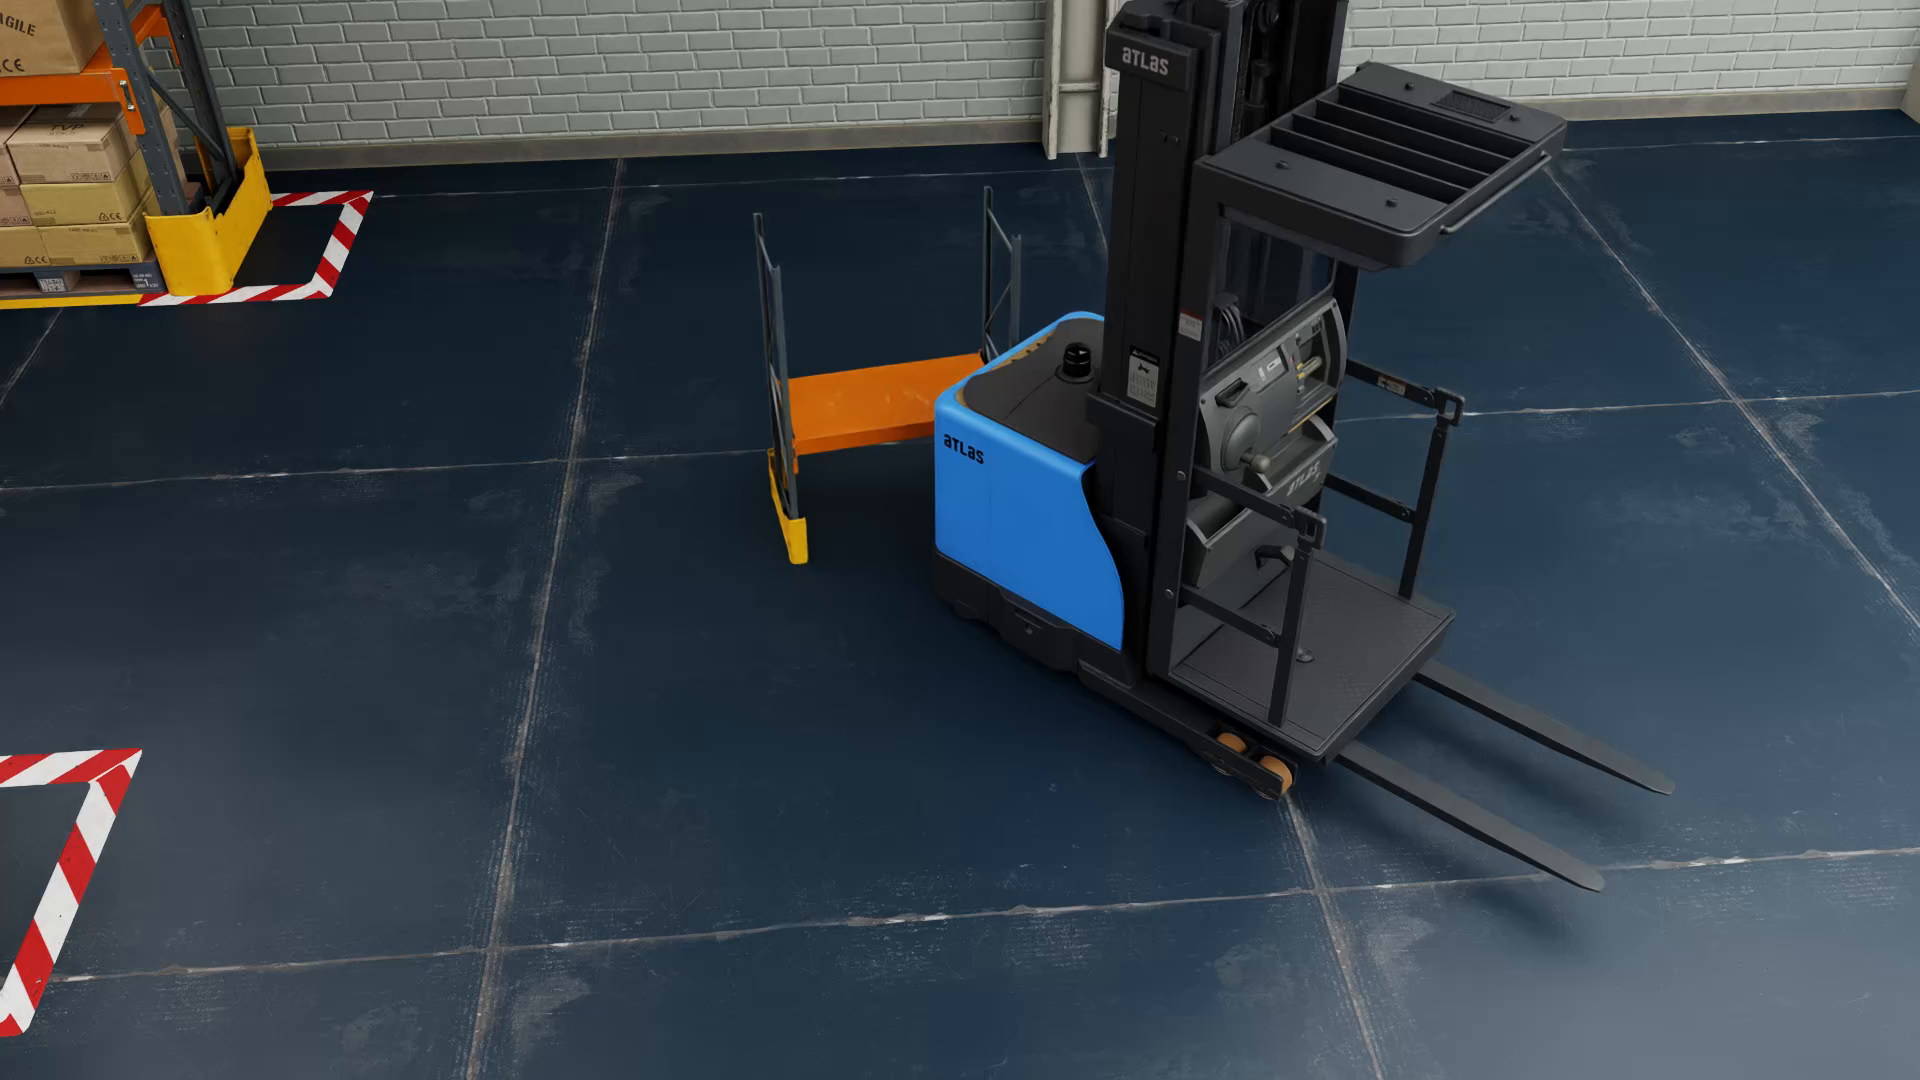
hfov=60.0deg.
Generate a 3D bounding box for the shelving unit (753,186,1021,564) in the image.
[{"bbox_3d":[-0.321,-0.734,7.469,1.083,1.500,0.587,-9,39,-11],"label":"shelving unit"}]

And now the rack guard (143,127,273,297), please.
[{"bbox_3d":[-4.421,-1.956,9.825,0.348,0.500,1.175,-3,38,-4],"label":"rack guard"}]

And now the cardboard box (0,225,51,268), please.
[{"bbox_3d":[-5.381,-1.779,9.464,0.500,0.250,0.500,-3,38,-4],"label":"cardboard box"}]

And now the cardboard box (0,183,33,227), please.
[{"bbox_3d":[-5.402,-1.977,9.311,0.500,0.250,0.500,-3,38,-4],"label":"cardboard box"}]

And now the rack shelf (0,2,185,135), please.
[{"bbox_3d":[-6.437,-2.544,9.133,4.000,0.370,1.077,-3,38,-4],"label":"rack shelf"}]

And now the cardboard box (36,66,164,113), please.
[{"bbox_3d":[-4.940,-2.504,9.576,0.500,0.250,0.500,-4,38,-5],"label":"cardboard box"}]

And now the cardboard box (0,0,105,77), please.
[{"bbox_3d":[-4.912,-2.786,8.779,0.500,0.500,0.500,-4,38,-5],"label":"cardboard box"}]

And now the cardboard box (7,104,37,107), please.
[{"bbox_3d":[-5.438,-2.475,9.538,0.500,0.250,0.500,-3,38,-4],"label":"cardboard box"}]

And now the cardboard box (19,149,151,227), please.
[{"bbox_3d":[-4.902,-1.998,9.338,0.500,0.250,0.500,-4,38,-5],"label":"cardboard box"}]

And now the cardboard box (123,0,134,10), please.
[{"bbox_3d":[-4.963,-3.119,9.201,0.500,0.500,0.500,-2,38,-3],"label":"cardboard box"}]

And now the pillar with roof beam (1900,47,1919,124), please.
[{"bbox_3d":[7.116,-3.811,5.315,0.400,9.000,9.100,-3,38,-4],"label":"pillar with roof beam"}]

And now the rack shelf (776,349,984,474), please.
[{"bbox_3d":[-0.313,-0.594,7.582,1.000,0.185,0.538,-9,39,-11],"label":"rack shelf"}]

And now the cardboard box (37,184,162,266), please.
[{"bbox_3d":[-4.885,-1.801,9.491,0.500,0.250,0.500,-3,38,-4],"label":"cardboard box"}]

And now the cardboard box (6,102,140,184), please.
[{"bbox_3d":[-4.876,-2.196,9.185,0.500,0.250,0.500,-2,38,-2],"label":"cardboard box"}]

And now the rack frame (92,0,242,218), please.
[{"bbox_3d":[-4.445,-2.936,9.049,0.127,3.000,1.000,-3,38,-4],"label":"rack frame"}]

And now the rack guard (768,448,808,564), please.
[{"bbox_3d":[-0.804,-0.167,7.759,0.087,0.250,0.587,-9,39,-11],"label":"rack guard"}]

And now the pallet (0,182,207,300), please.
[{"bbox_3d":[-5.203,-1.773,9.827,1.213,0.211,1.003,-3,38,-4],"label":"pallet"}]

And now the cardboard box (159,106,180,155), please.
[{"bbox_3d":[-4.931,-2.320,9.746,0.500,0.250,0.500,-2,38,-3],"label":"cardboard box"}]

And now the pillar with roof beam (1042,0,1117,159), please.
[{"bbox_3d":[1.140,-3.482,4.898,0.400,9.000,9.100,-3,38,-4],"label":"pillar with roof beam"}]

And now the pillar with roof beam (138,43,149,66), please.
[{"bbox_3d":[-4.837,-3.153,4.481,0.400,9.000,9.100,-3,38,-4],"label":"pillar with roof beam"}]

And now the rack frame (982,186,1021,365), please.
[{"bbox_3d":[0.180,-0.814,7.570,0.032,1.500,0.500,-9,39,-11],"label":"rack frame"}]

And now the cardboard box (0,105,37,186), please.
[{"bbox_3d":[-5.384,-2.164,9.145,0.500,0.250,0.500,-2,38,-3],"label":"cardboard box"}]

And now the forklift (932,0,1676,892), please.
[{"bbox_3d":[1.320,-0.514,6.035,3.031,2.935,1.130,28,46,31],"label":"forklift"}]

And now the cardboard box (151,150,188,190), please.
[{"bbox_3d":[-4.951,-2.115,9.890,0.500,0.250,0.500,-3,38,-4],"label":"cardboard box"}]

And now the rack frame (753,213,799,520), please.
[{"bbox_3d":[-0.805,-0.657,7.372,0.032,1.500,0.500,-9,39,-11],"label":"rack frame"}]
